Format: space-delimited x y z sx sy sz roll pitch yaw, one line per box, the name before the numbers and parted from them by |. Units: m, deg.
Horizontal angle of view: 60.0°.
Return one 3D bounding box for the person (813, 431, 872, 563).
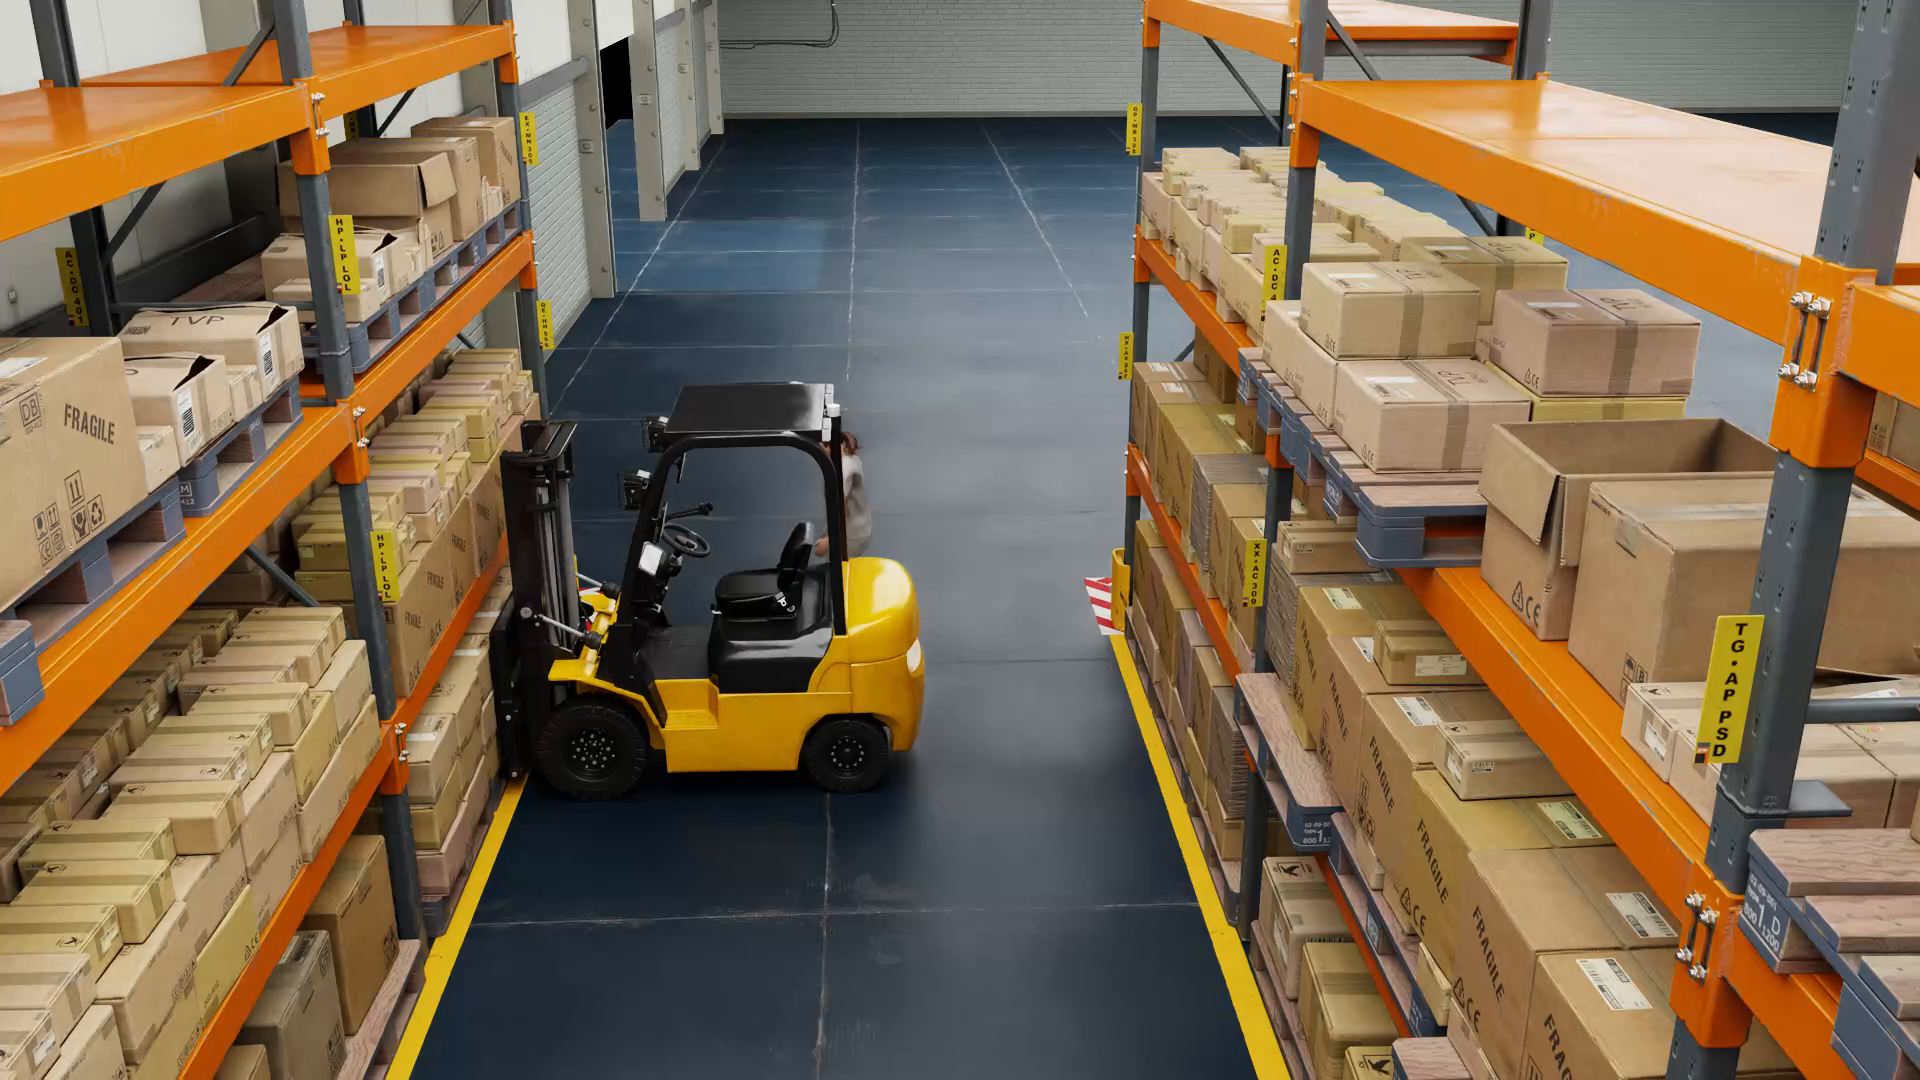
person | -0.800 -0.062 11.261 0.406 1.559 0.464 -1 20 -2
